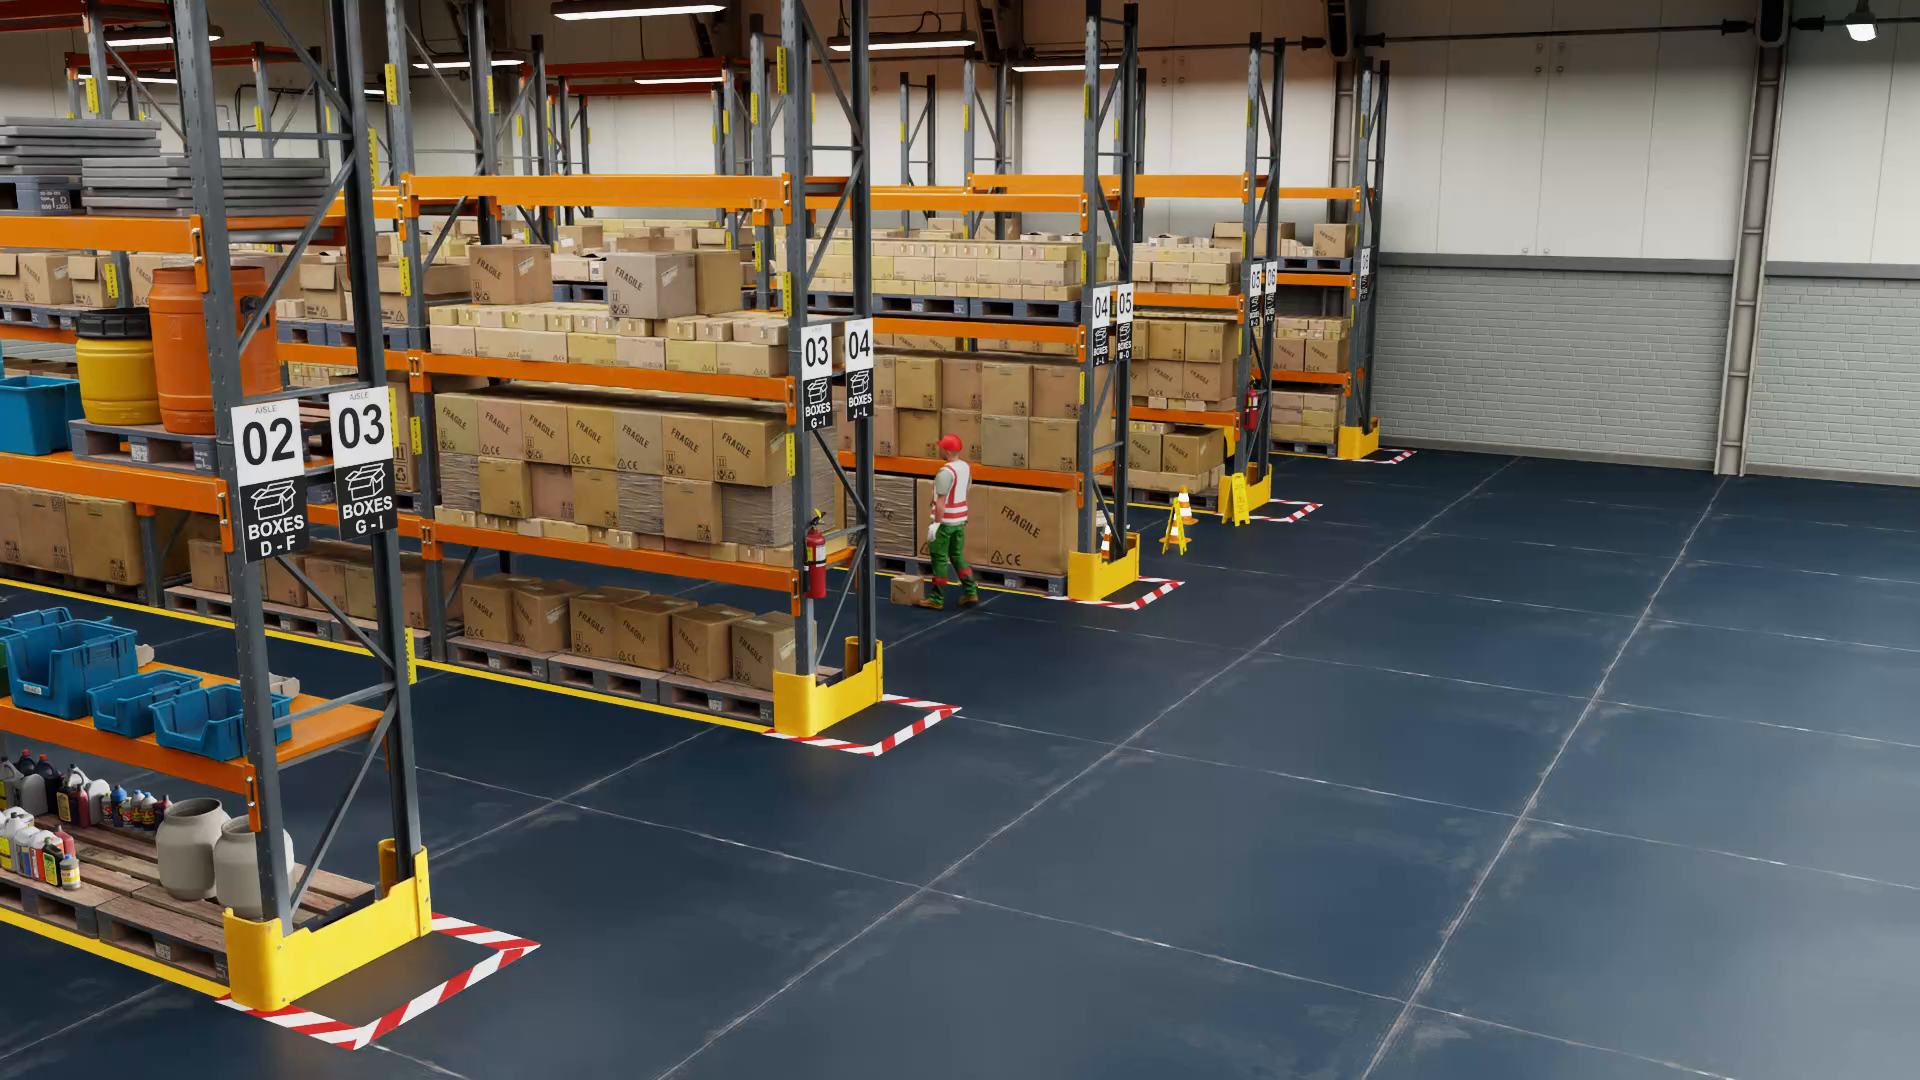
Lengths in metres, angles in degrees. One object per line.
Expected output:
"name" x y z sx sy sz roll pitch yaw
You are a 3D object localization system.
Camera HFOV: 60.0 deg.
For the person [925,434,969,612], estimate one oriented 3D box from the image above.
"person" -0.129 -0.171 16.740 0.342 1.805 0.524 7 14 30
